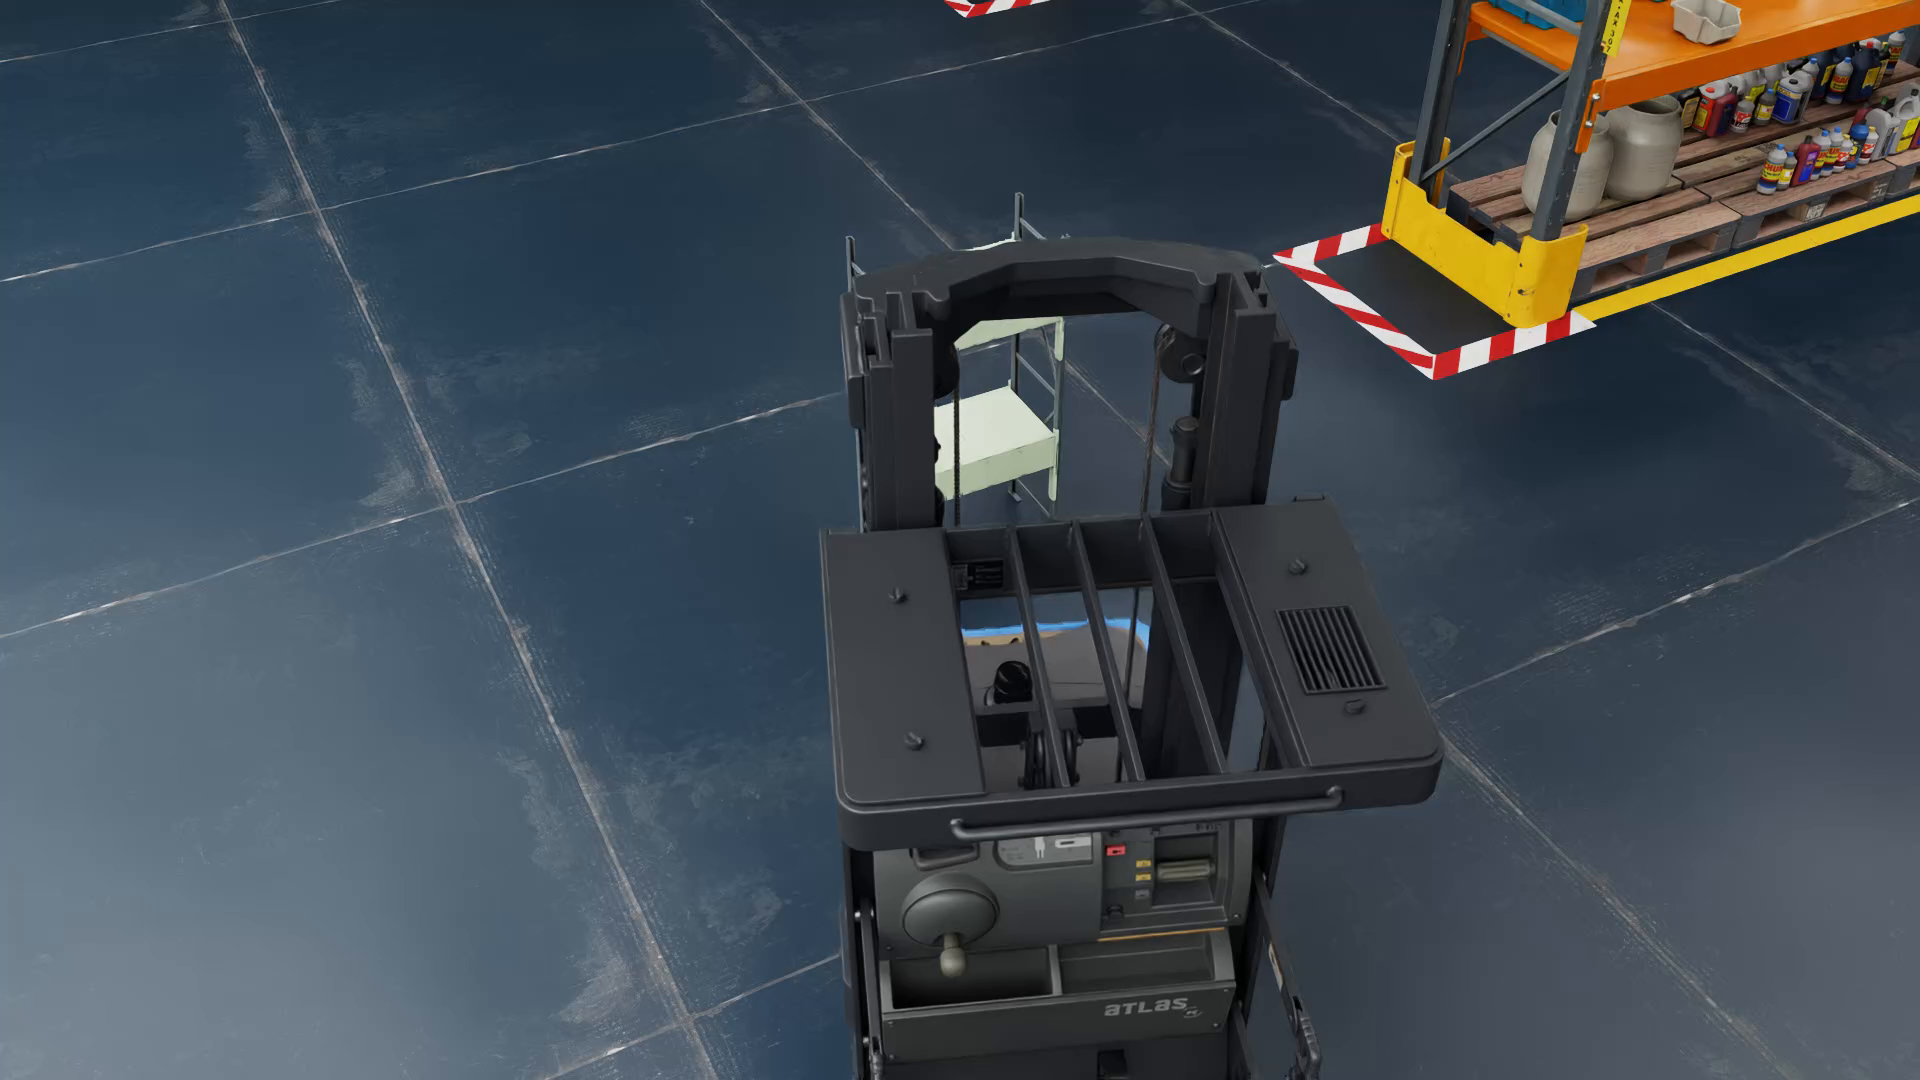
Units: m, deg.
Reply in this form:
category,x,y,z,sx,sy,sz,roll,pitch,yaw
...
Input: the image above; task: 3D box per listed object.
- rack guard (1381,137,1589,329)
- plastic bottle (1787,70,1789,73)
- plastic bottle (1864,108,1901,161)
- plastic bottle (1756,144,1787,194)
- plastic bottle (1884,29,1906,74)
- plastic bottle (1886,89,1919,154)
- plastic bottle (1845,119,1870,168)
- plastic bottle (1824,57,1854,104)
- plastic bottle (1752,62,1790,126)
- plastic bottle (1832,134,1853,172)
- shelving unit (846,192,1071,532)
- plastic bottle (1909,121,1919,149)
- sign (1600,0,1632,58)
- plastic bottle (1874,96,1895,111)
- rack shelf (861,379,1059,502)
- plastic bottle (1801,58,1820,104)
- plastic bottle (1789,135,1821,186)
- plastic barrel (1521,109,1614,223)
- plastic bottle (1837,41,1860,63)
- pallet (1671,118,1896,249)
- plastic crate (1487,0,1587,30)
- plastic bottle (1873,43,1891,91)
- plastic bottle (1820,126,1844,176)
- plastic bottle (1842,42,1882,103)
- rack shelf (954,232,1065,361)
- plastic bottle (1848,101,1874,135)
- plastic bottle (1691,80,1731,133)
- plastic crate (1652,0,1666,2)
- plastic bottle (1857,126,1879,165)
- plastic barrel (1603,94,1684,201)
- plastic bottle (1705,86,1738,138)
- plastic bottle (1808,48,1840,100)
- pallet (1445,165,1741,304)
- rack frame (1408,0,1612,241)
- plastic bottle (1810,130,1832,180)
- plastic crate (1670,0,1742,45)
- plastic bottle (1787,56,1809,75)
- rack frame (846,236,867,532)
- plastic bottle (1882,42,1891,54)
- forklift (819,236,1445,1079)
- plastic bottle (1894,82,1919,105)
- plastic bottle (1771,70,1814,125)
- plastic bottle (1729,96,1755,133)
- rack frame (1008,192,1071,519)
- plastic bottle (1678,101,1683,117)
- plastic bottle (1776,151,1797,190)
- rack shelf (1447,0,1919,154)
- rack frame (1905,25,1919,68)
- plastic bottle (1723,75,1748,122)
category,x,y,z,sx,sy,sz,roll,pitch,yaw
rack guard,2.750,-1.646,8.808,0.348,0.500,1.175,-19,44,-21
plastic bottle,4.915,-2.714,9.960,0.097,0.201,0.097,0,40,0
plastic bottle,5.211,-2.316,9.431,0.135,0.276,0.152,-18,43,-20
plastic bottle,4.456,-2.040,9.109,0.097,0.271,0.097,0,40,0
plastic bottle,5.767,-3.027,10.276,0.097,0.271,0.097,0,40,0
plastic bottle,5.357,-2.390,9.462,0.185,0.351,0.144,-19,44,-21
plastic bottle,5.028,-2.232,9.337,0.097,0.271,0.097,0,40,0
plastic bottle,5.271,-2.755,9.955,0.097,0.271,0.097,0,40,0
plastic bottle,4.779,-2.673,9.796,0.284,0.351,0.242,-19,44,-21
plastic bottle,4.937,-2.175,9.323,0.097,0.201,0.097,0,40,0
shelving unit,-0.006,-0.570,6.763,0.755,1.500,0.431,-19,44,-21
plastic bottle,5.518,-2.388,9.512,0.133,0.283,0.061,-16,43,-18
sign,2.954,-2.340,7.478,0.005,0.325,0.100,-19,44,-21
plastic bottle,5.287,-2.416,9.544,0.133,0.283,0.061,-19,44,-21
rack shelf,-0.006,-0.322,6.974,0.720,0.370,0.431,-19,44,-21
plastic bottle,5.063,-2.746,9.944,0.097,0.271,0.097,0,40,0
plastic bottle,4.665,-2.101,9.173,0.133,0.283,0.061,-18,43,-20
plastic barrel,3.252,-2.002,8.894,0.421,0.512,0.421,0,40,0
plastic bottle,5.344,-2.898,10.062,0.185,0.351,0.144,-17,43,-20
pallet,4.553,-2.137,9.611,1.213,0.211,1.003,-19,44,-21
plastic crate,3.010,-2.815,8.369,0.616,0.251,0.499,-19,44,-21
plastic bottle,5.542,-2.859,10.067,0.133,0.283,0.061,-19,44,-21
plastic bottle,4.849,-2.172,9.265,0.097,0.271,0.097,0,40,0
plastic bottle,5.411,-2.816,9.964,0.185,0.351,0.144,-19,44,-21
rack shelf,-0.006,-0.868,6.511,0.720,0.370,0.431,-19,44,-21
plastic bottle,5.161,-2.379,9.501,0.133,0.283,0.061,-19,44,-21
plastic bottle,4.367,-2.538,9.694,0.135,0.276,0.152,-18,44,-20
plastic crate,3.588,-3.005,8.594,0.408,0.251,0.499,-19,44,-21
plastic bottle,5.119,-2.236,9.395,0.097,0.201,0.097,0,40,0
plastic barrel,3.697,-2.151,9.070,0.421,0.512,0.421,0,40,0
plastic bottle,4.416,-2.480,9.620,0.133,0.283,0.061,-19,44,-21
plastic bottle,5.177,-2.842,9.995,0.185,0.351,0.144,-20,44,-22
pallet,3.473,-1.775,9.184,1.213,0.211,1.003,-19,44,-21
rack frame,2.704,-2.551,7.942,0.127,3.000,1.000,-19,44,-21
plastic bottle,4.760,-2.142,9.230,0.097,0.271,0.097,0,40,0
plastic crate,3.646,-2.533,8.125,0.250,0.136,0.298,-19,44,-21
plastic bottle,5.011,-2.791,9.987,0.133,0.283,0.061,-17,43,-19
rack frame,-0.331,-0.461,6.634,0.023,1.500,0.400,-19,44,-21
plastic bottle,5.676,-2.970,10.262,0.097,0.201,0.097,0,40,0
forklift,0.280,0.917,3.898,1.130,2.935,3.031,-4,40,-5
plastic bottle,5.553,-2.536,9.691,0.135,0.276,0.152,-19,44,-21
plastic bottle,4.890,-2.609,9.778,0.135,0.276,0.152,-19,44,-21
plastic bottle,4.564,-2.485,9.689,0.097,0.201,0.097,0,40,0
rack frame,0.319,-0.680,6.892,0.023,1.500,0.400,-19,44,-21
plastic bottle,4.130,-2.450,9.648,0.097,0.201,0.097,0,40,0
plastic bottle,4.548,-2.044,9.168,0.097,0.201,0.097,0,40,0
rack shelf,4.478,-2.873,8.879,4.000,0.370,1.077,-19,44,-21
rack frame,6.252,-3.744,9.352,0.127,3.000,1.000,-19,44,-21
plastic bottle,4.490,-2.579,9.743,0.135,0.276,0.152,-20,44,-22
